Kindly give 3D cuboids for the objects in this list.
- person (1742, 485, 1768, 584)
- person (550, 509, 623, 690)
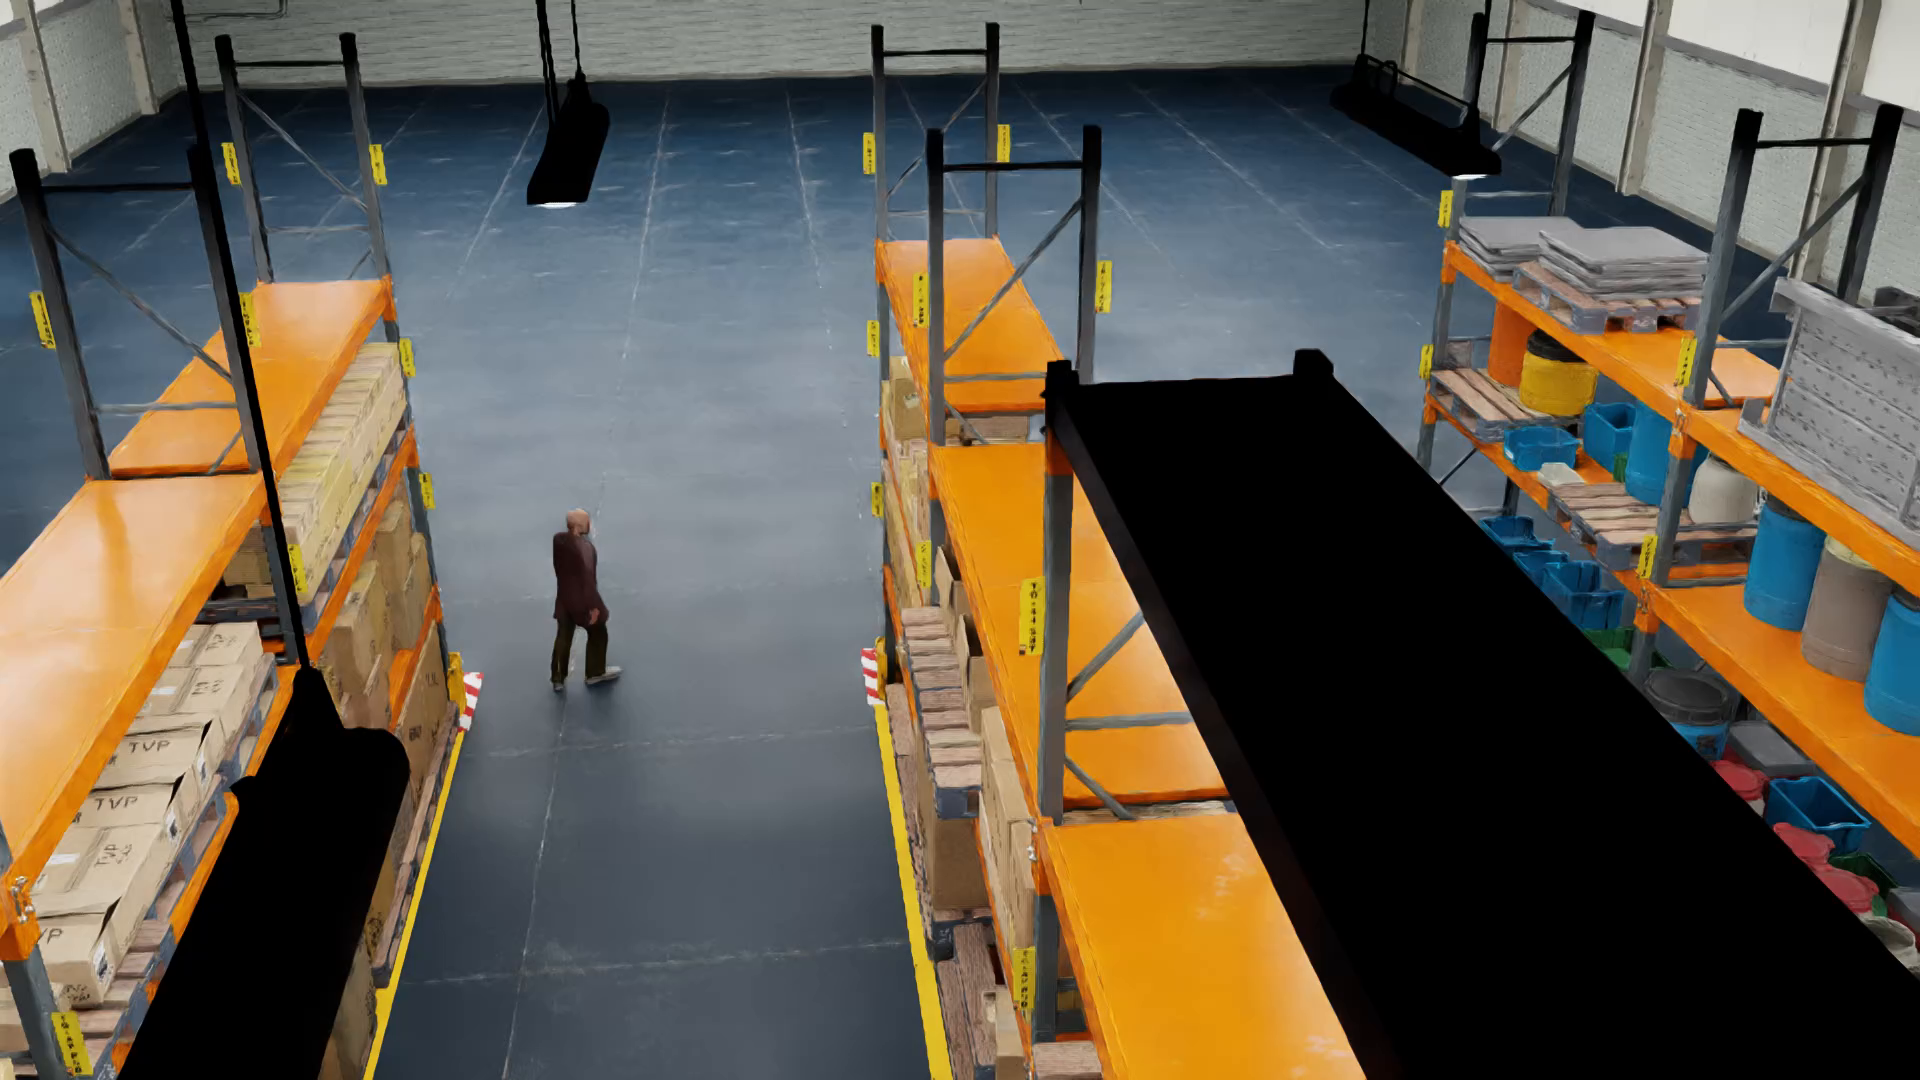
[{"bbox_3d":[8.384,-0.282,17.149,0.454,1.659,0.638,9,27,18],"label":"person"},{"bbox_3d":[-3.538,0.540,15.334,0.607,1.769,0.656,20,32,35],"label":"person"}]
